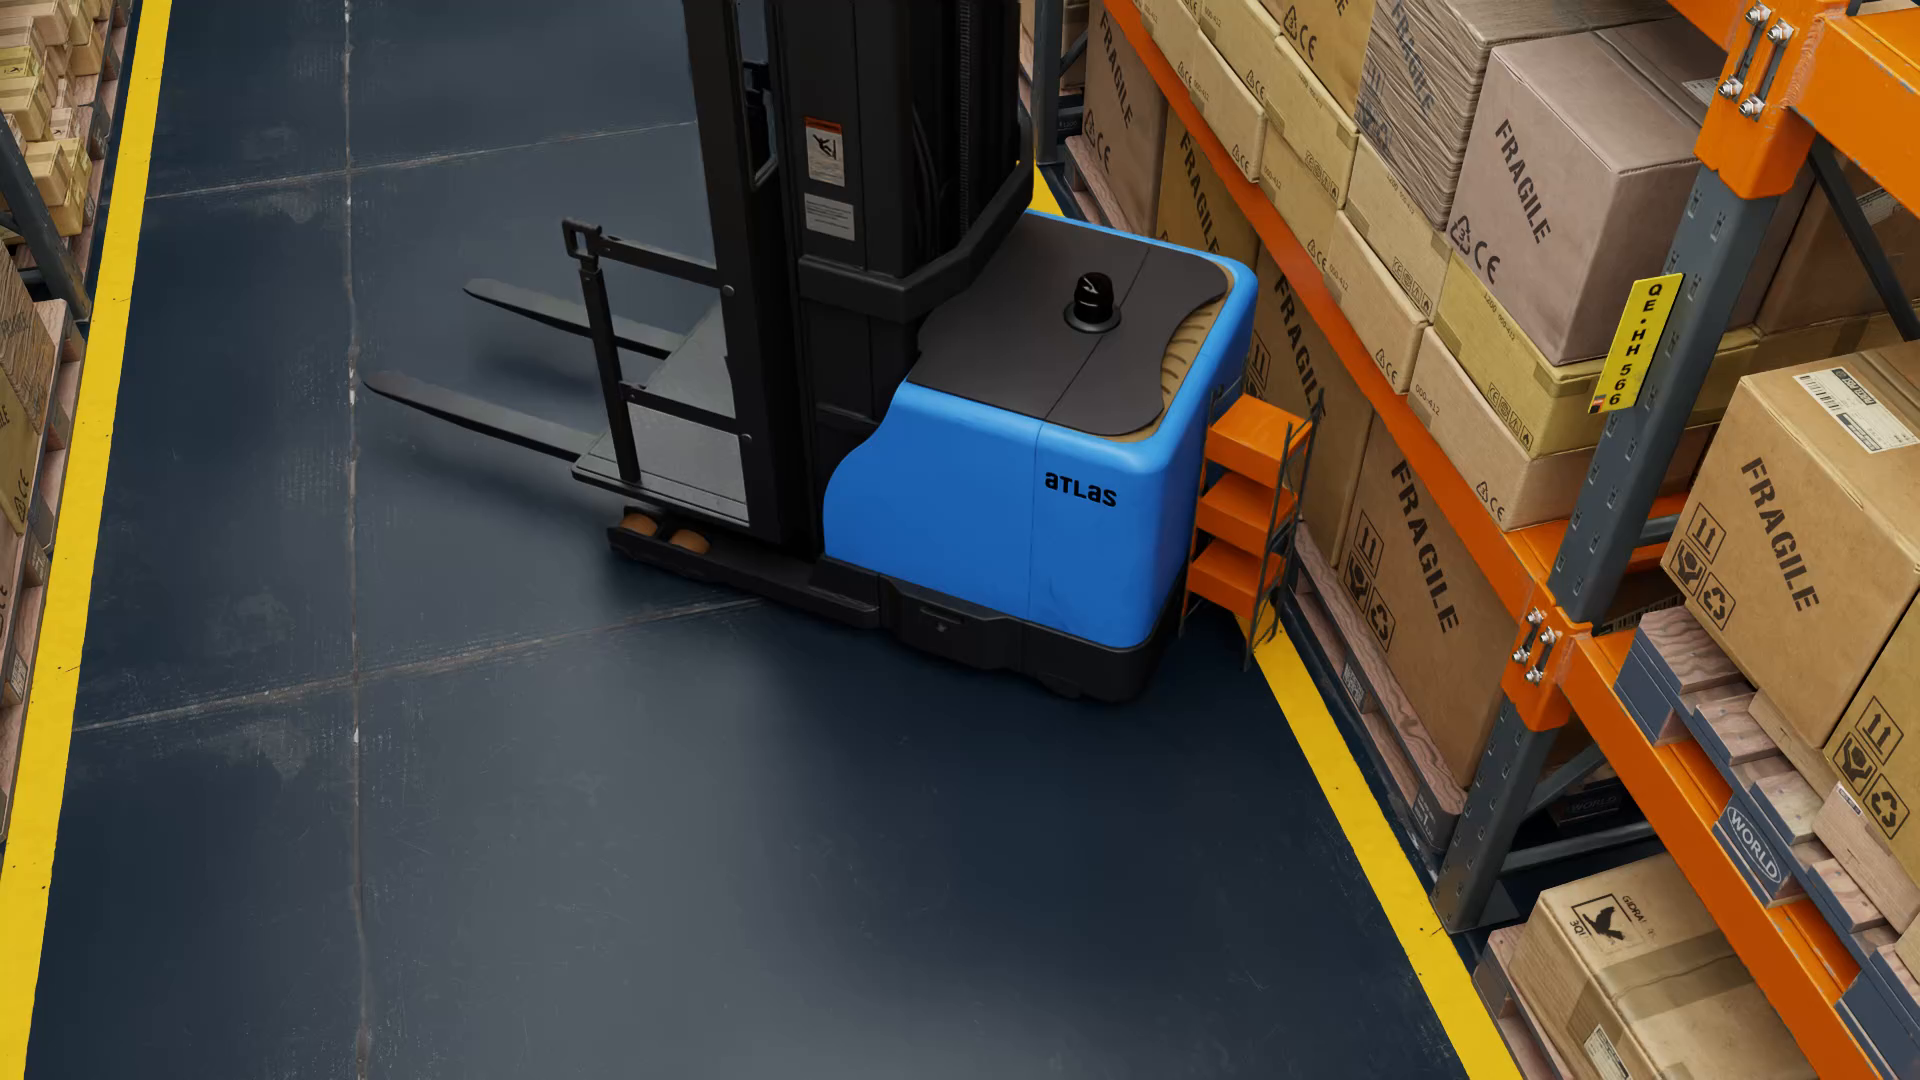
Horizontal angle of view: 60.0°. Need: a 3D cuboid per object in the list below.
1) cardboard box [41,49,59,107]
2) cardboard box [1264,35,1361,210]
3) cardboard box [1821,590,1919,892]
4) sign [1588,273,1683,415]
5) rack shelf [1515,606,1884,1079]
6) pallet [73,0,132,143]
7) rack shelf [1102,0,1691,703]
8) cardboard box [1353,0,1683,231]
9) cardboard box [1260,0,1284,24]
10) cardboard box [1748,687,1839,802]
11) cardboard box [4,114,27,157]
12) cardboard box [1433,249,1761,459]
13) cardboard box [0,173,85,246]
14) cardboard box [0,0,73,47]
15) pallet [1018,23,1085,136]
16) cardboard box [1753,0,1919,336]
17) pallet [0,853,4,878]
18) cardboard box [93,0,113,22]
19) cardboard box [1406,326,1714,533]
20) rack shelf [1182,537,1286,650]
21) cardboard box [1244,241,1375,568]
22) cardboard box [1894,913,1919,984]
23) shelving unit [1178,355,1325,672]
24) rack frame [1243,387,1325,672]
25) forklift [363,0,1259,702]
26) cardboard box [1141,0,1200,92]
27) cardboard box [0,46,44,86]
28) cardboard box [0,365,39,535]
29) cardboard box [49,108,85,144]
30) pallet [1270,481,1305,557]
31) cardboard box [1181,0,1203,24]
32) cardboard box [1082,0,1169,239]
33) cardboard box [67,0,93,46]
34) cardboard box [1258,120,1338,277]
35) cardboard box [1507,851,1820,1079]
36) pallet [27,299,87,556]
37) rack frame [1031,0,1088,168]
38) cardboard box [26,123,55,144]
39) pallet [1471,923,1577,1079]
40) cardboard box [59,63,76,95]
[{"bbox_3d":[-4.047,-1.928,7.033,0.380,0.149,0.250,-13,47,-12],"label":"cardboard box"},{"bbox_3d":[1.180,-1.186,4.567,0.500,0.250,0.500,-12,47,-11],"label":"cardboard box"},{"bbox_3d":[1.867,0.353,2.731,0.500,0.500,0.500,-9,46,-8],"label":"cardboard box"},{"bbox_3d":[1.299,-0.374,3.205,0.100,0.325,0.005,-11,47,-10],"label":"sign"},{"bbox_3d":[2.347,1.560,2.624,1.077,0.370,4.000,-11,47,-10],"label":"rack shelf"},{"bbox_3d":[-4.470,-2.184,7.743,1.003,0.211,1.213,-11,47,-10],"label":"pallet"},{"bbox_3d":[1.323,-1.201,5.331,1.077,0.370,4.000,-11,47,-10],"label":"rack shelf"},{"bbox_3d":[1.310,-1.119,3.976,0.500,0.500,0.500,-10,46,-10],"label":"cardboard box"},{"bbox_3d":[1.067,-1.814,4.657,0.500,0.500,0.500,-11,47,-11],"label":"cardboard box"},{"bbox_3d":[1.778,0.328,3.210,0.380,0.149,0.250,-13,47,-13],"label":"cardboard box"},{"bbox_3d":[-3.836,-1.492,6.398,0.380,0.149,0.250,-9,46,-9],"label":"cardboard box"},{"bbox_3d":[1.465,-0.483,3.878,0.500,0.250,0.500,-11,47,-10],"label":"cardboard box"},{"bbox_3d":[-3.731,-1.318,6.644,0.380,0.149,0.250,-13,47,-12],"label":"cardboard box"},{"bbox_3d":[-4.037,-2.225,7.116,0.380,0.149,0.250,-10,46,-9],"label":"cardboard box"},{"bbox_3d":[0.692,-2.397,7.951,1.003,0.211,1.213,-11,47,-10],"label":"pallet"},{"bbox_3d":[1.945,-0.842,3.705,0.500,0.500,0.500,-12,47,-12],"label":"cardboard box"},{"bbox_3d":[-3.123,1.339,4.290,1.003,0.211,1.213,-11,47,-10],"label":"pallet"},{"bbox_3d":[-4.236,-2.562,7.863,0.380,0.149,0.250,-10,46,-10],"label":"cardboard box"},{"bbox_3d":[1.454,-0.321,4.070,0.500,0.250,0.500,-12,47,-12],"label":"cardboard box"},{"bbox_3d":[0.872,0.148,5.271,0.240,0.259,0.215,28,51,25],"label":"rack shelf"},{"bbox_3d":[1.514,-0.584,5.416,0.875,0.875,0.875,-10,46,-10],"label":"cardboard box"},{"bbox_3d":[1.854,0.719,2.827,0.380,0.149,0.250,-10,47,-10],"label":"cardboard box"},{"bbox_3d":[0.871,-0.056,5.067,0.252,1.050,0.215,28,51,25],"label":"shelving unit"},{"bbox_3d":[0.969,-0.005,5.016,0.008,1.050,0.200,28,51,25],"label":"rack frame"},{"bbox_3d":[-0.636,-1.225,4.898,3.031,2.935,1.130,17,48,16],"label":"forklift"},{"bbox_3d":[0.918,-1.716,5.436,0.500,0.250,0.500,-11,47,-11],"label":"cardboard box"},{"bbox_3d":[-3.962,-1.859,6.757,0.380,0.149,0.250,-11,47,-11],"label":"cardboard box"},{"bbox_3d":[-3.384,-0.312,5.412,0.500,0.500,0.500,-12,47,-11],"label":"cardboard box"},{"bbox_3d":[-3.913,-1.664,6.983,0.380,0.149,0.250,-11,47,-11],"label":"cardboard box"},{"bbox_3d":[1.397,-0.495,6.087,1.003,0.211,1.213,-11,47,-10],"label":"pallet"},{"bbox_3d":[0.915,-1.893,5.260,0.500,0.250,0.500,-10,46,-10],"label":"cardboard box"},{"bbox_3d":[1.047,-1.824,6.631,0.875,0.875,0.875,-9,46,-9],"label":"cardboard box"},{"bbox_3d":[-4.098,-2.308,7.405,0.380,0.149,0.250,-11,47,-11],"label":"cardboard box"},{"bbox_3d":[1.195,-1.022,4.756,0.500,0.250,0.500,-11,47,-11],"label":"cardboard box"},{"bbox_3d":[1.970,1.092,4.125,0.950,0.372,0.625,-14,47,-13],"label":"cardboard box"},{"bbox_3d":[-3.748,-0.346,5.941,1.003,0.211,1.213,-11,47,-10],"label":"pallet"},{"bbox_3d":[0.811,-2.834,6.427,1.000,3.000,0.127,-11,47,-10],"label":"rack frame"},{"bbox_3d":[-3.883,-1.579,6.691,0.380,0.149,0.250,-10,46,-10],"label":"cardboard box"},{"bbox_3d":[2.033,1.444,4.187,1.003,0.211,1.213,-11,47,-10],"label":"pallet"},{"bbox_3d":[-4.129,-2.010,7.321,0.380,0.149,0.250,-13,47,-12],"label":"cardboard box"}]
